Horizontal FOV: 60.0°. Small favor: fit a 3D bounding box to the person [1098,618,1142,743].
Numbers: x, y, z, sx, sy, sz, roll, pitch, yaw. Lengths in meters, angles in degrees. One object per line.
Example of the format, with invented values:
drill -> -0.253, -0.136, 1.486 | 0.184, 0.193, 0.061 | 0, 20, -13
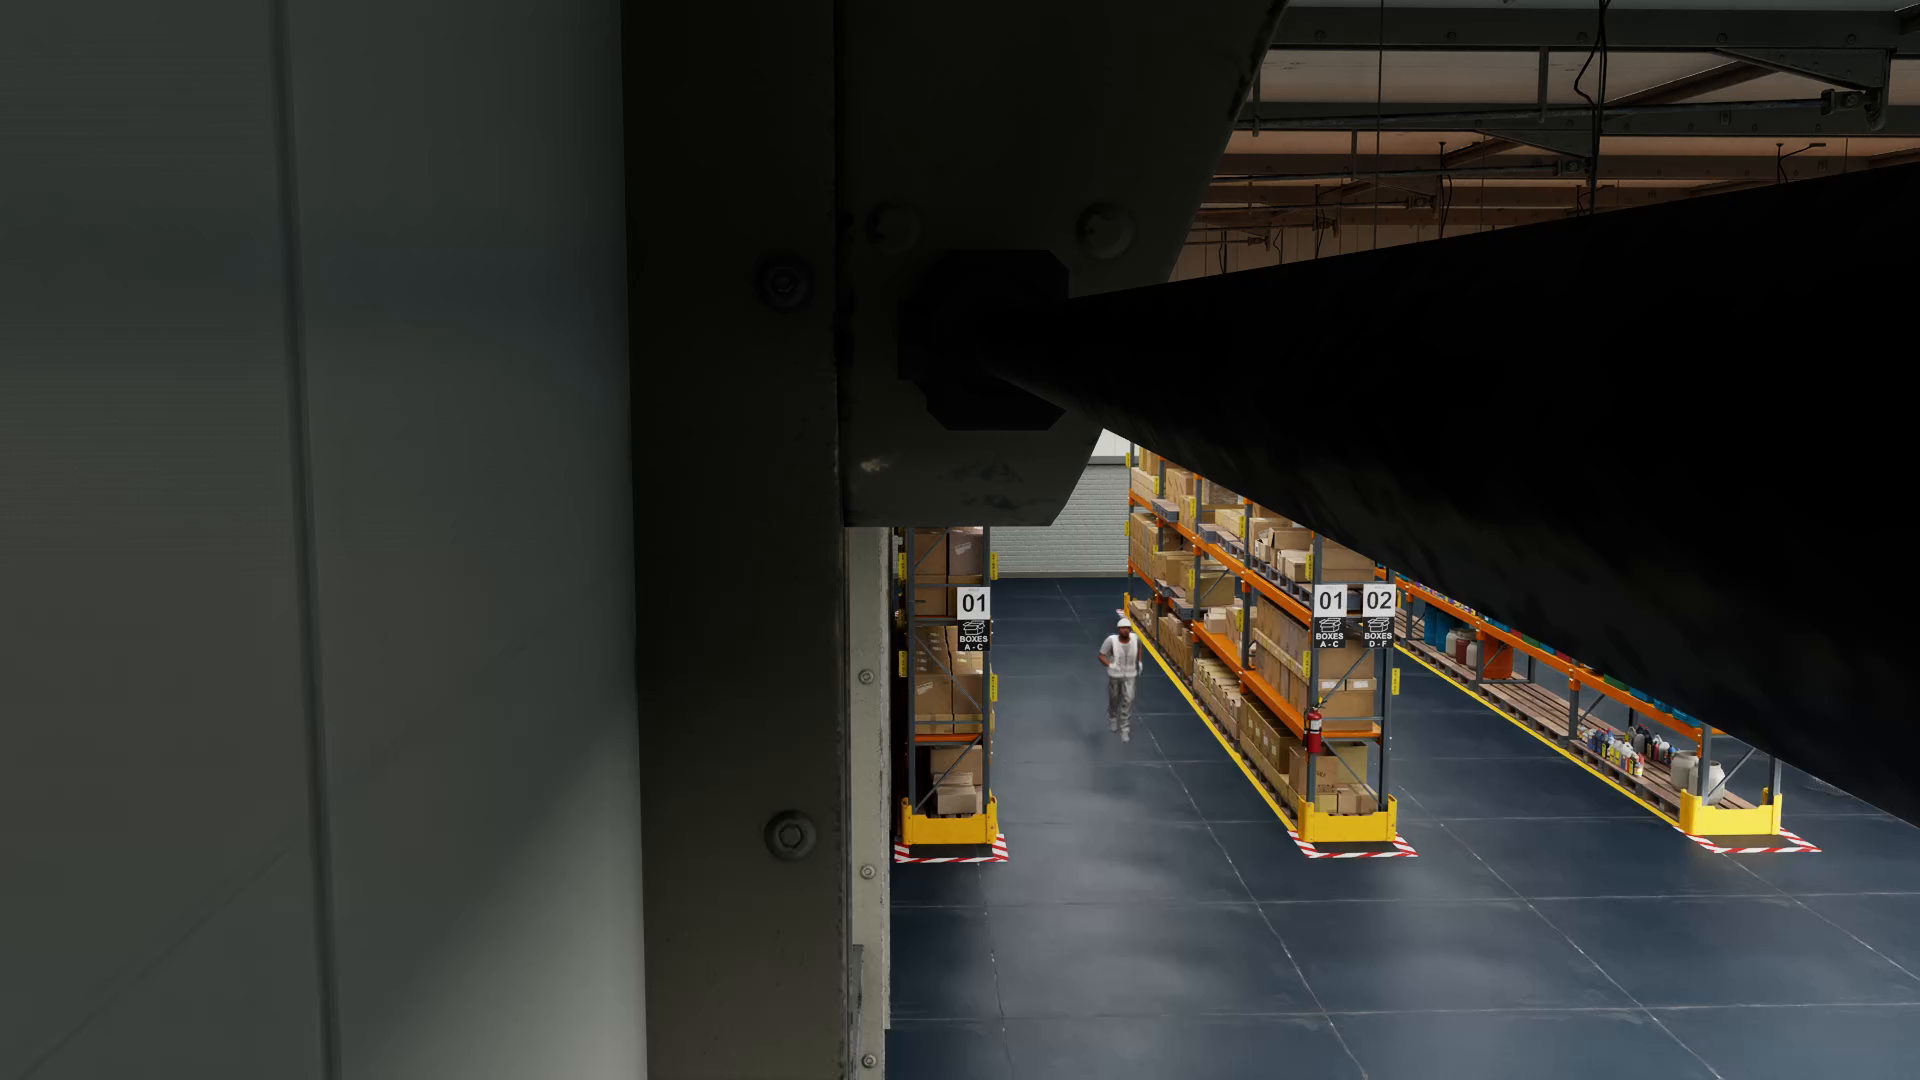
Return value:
person -> 2.389, 2.032, 24.574 | 0.708, 1.801, 0.958 | -1, 7, -9
